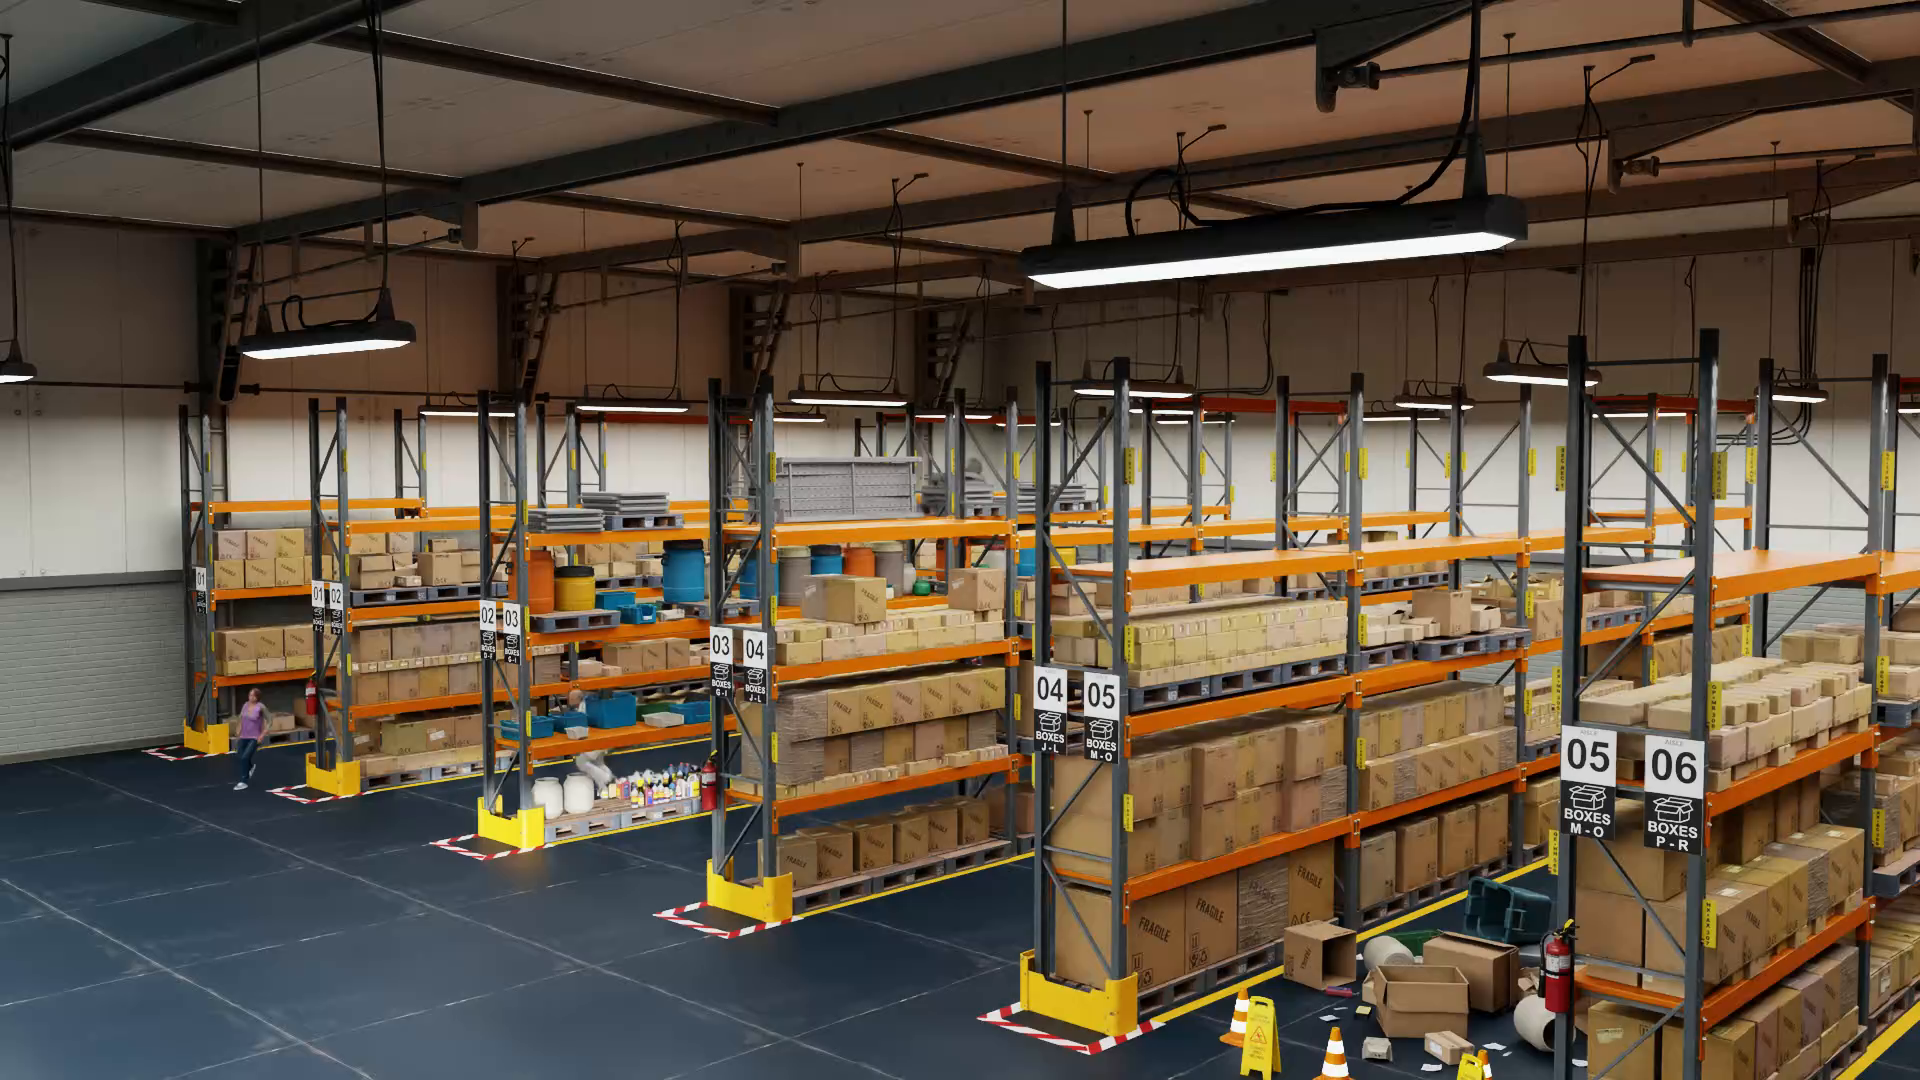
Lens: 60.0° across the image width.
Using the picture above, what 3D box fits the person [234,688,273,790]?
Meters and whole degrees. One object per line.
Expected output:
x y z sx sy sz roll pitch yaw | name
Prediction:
-10.863 3.044 25.631 0.587 1.553 0.616 0 3 6 | person

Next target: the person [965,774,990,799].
0.215 2.996 24.582 0.634 1.775 0.670 2 4 33 | person

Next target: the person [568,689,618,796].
-5.464 3.090 24.726 0.982 1.539 0.744 -2 3 -30 | person
